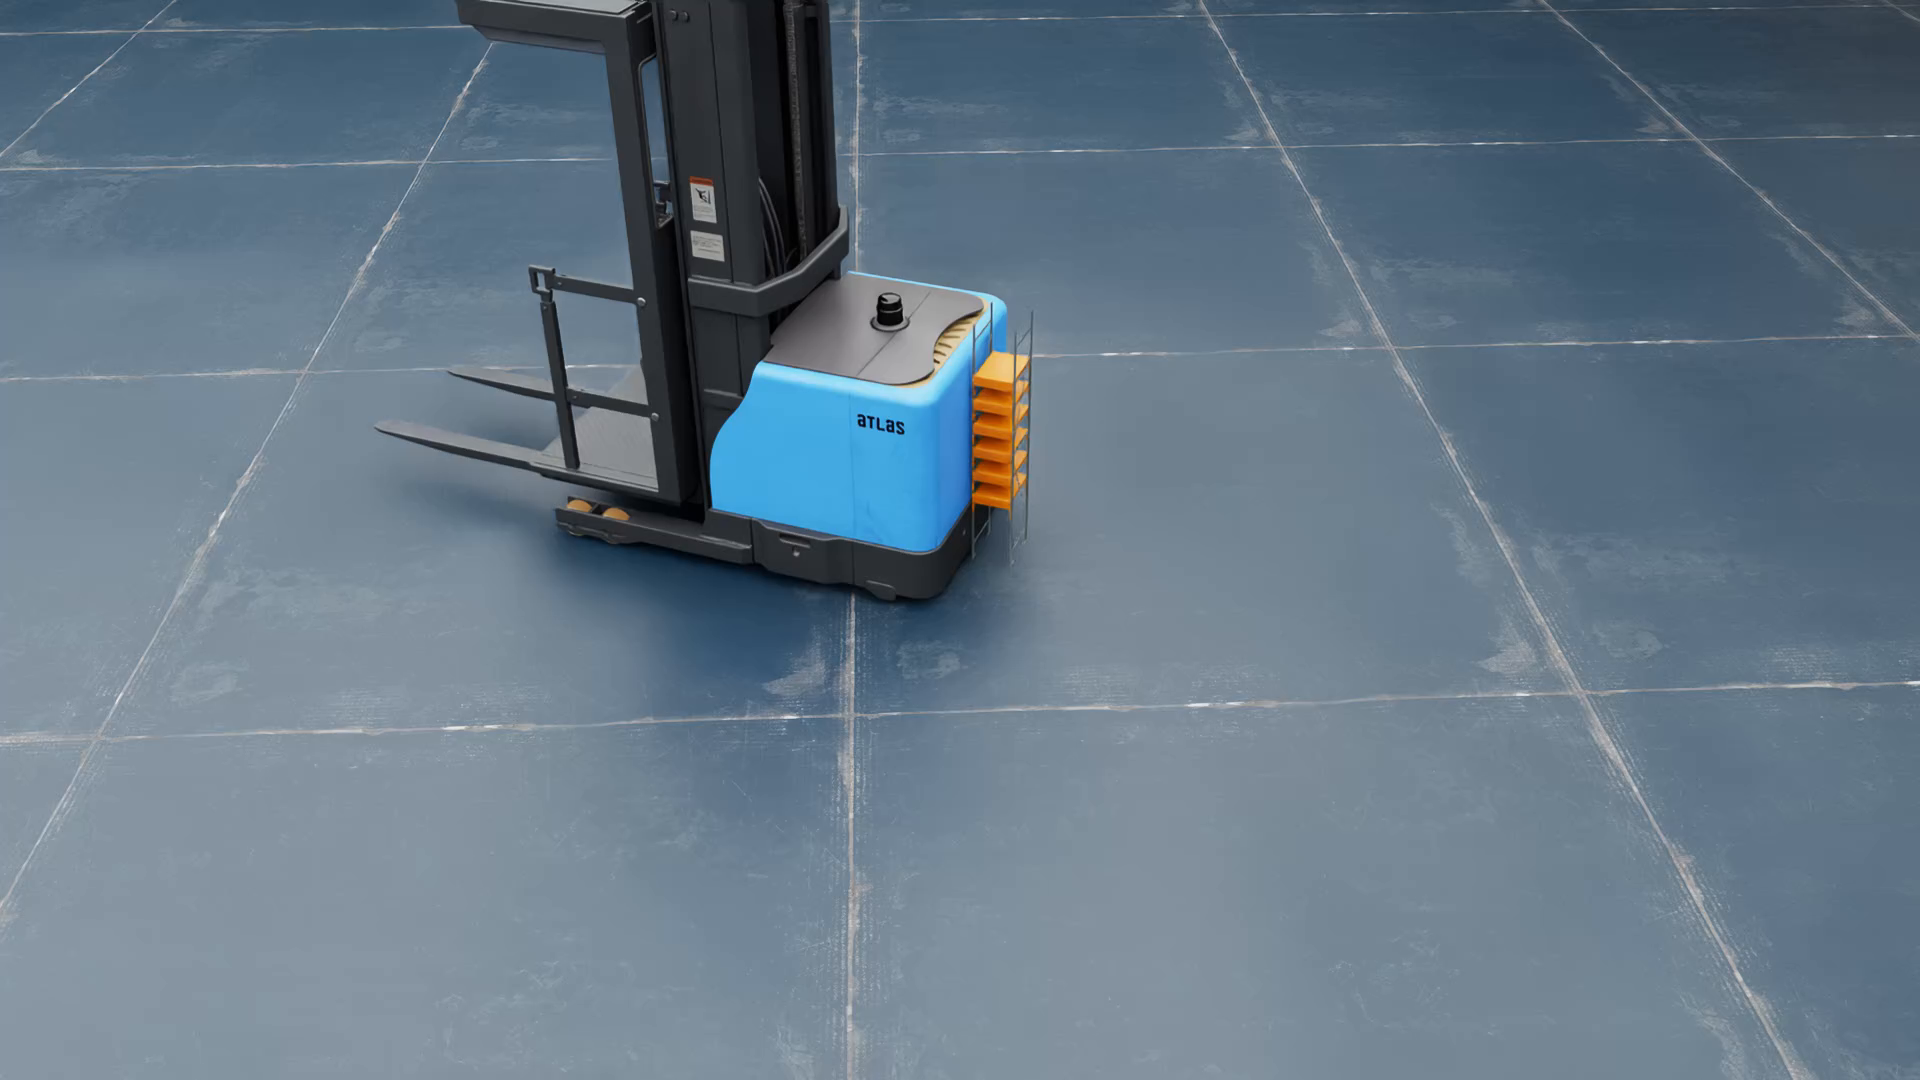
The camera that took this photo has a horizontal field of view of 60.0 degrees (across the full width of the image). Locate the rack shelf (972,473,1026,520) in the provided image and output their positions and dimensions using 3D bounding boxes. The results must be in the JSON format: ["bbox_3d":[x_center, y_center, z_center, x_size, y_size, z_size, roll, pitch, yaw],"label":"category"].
[{"bbox_3d":[0.183,-0.214,7.504,0.180,0.103,0.258,12,36,17],"label":"rack shelf"}]

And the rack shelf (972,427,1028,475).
[{"bbox_3d":[0.183,-0.411,7.367,0.180,0.103,0.258,12,36,17],"label":"rack shelf"}]

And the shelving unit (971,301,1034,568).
[{"bbox_3d":[0.183,-0.447,7.342,0.189,1.200,0.258,12,36,17],"label":"shelving unit"}]

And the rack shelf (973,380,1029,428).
[{"bbox_3d":[0.183,-0.608,7.231,0.180,0.103,0.258,12,36,17],"label":"rack shelf"}]

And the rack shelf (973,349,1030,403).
[{"bbox_3d":[0.183,-0.707,7.163,0.180,0.103,0.258,12,36,17],"label":"rack shelf"}]

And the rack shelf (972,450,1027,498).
[{"bbox_3d":[0.183,-0.312,7.436,0.180,0.103,0.258,12,36,17],"label":"rack shelf"}]

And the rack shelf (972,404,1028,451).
[{"bbox_3d":[0.183,-0.510,7.299,0.180,0.103,0.258,12,36,17],"label":"rack shelf"}]

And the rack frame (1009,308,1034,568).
[{"bbox_3d":[0.268,-0.429,7.316,0.006,1.200,0.240,12,36,17],"label":"rack frame"}]

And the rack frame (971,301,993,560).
[{"bbox_3d":[0.097,-0.466,7.369,0.006,1.200,0.240,12,36,17],"label":"rack frame"}]

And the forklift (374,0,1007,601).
[{"bbox_3d":[-1.346,-1.453,7.273,3.031,2.935,1.130,12,36,17],"label":"forklift"}]
